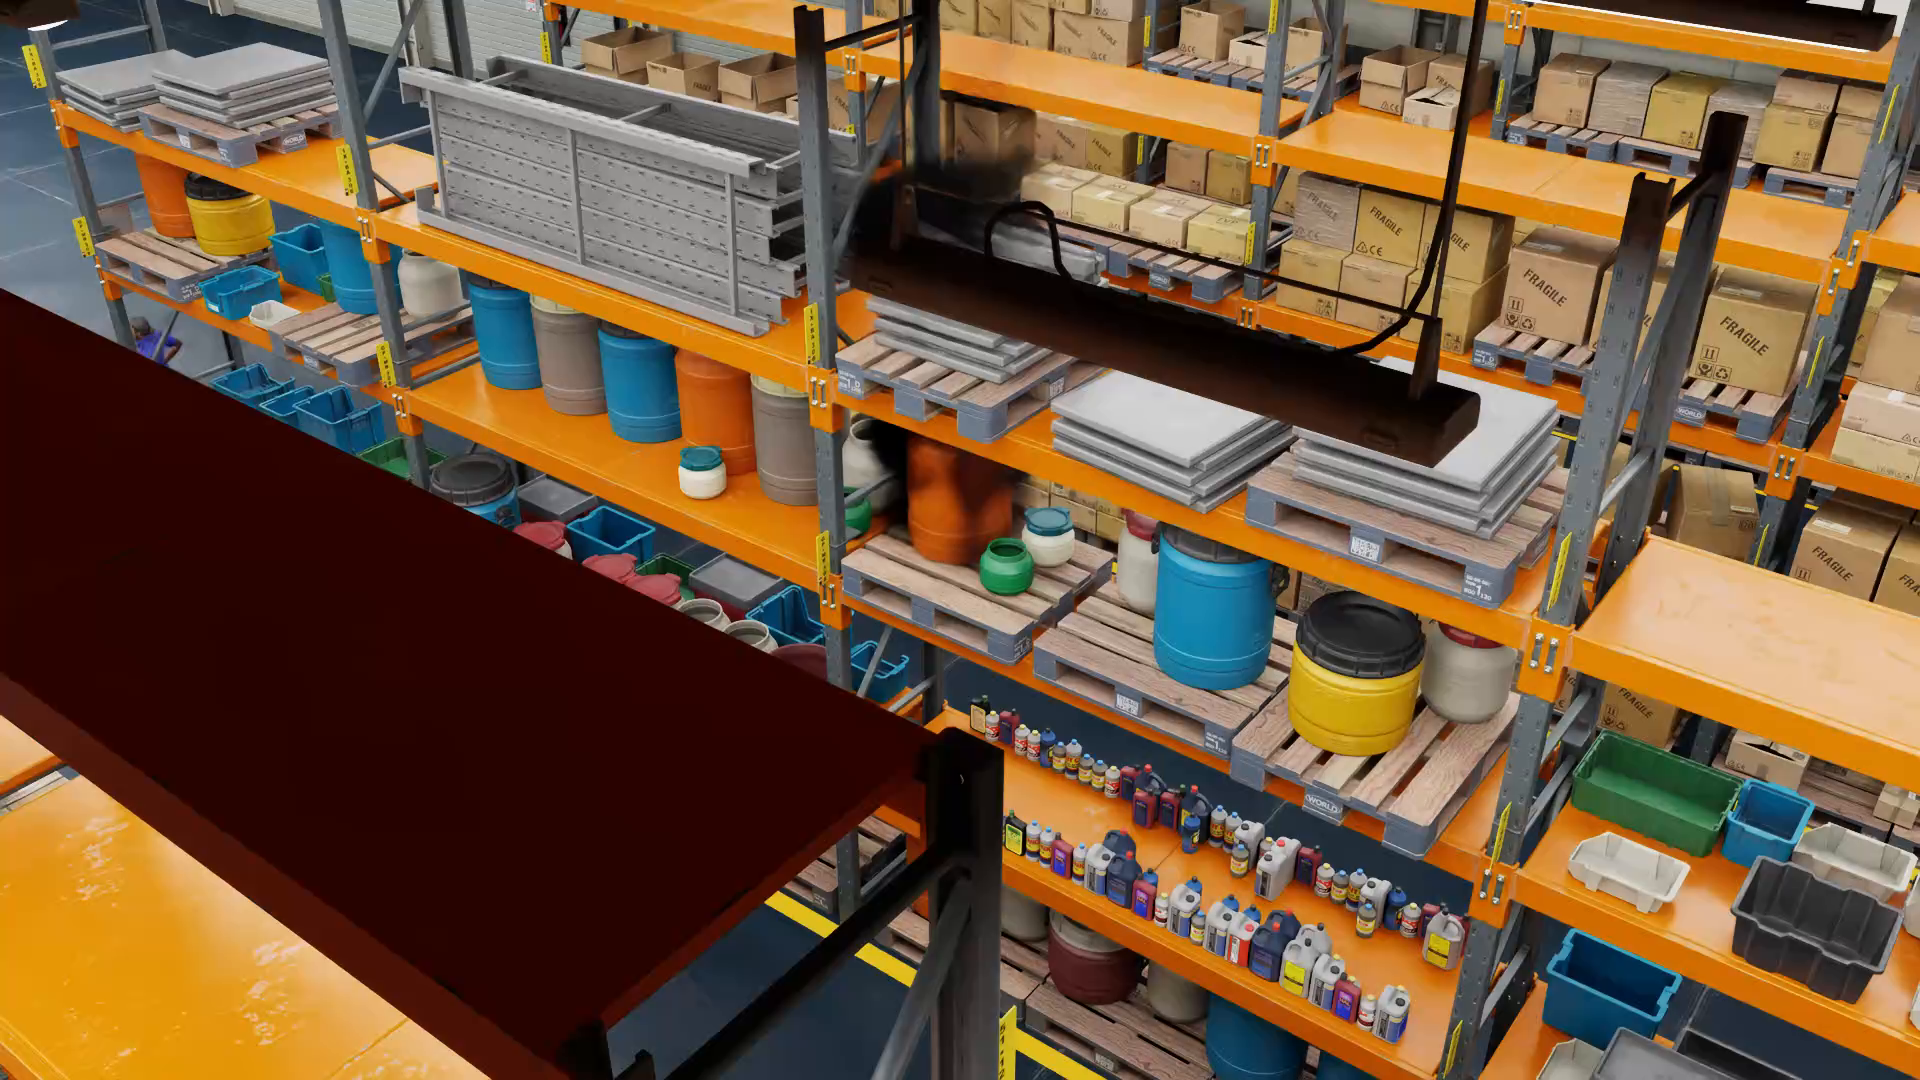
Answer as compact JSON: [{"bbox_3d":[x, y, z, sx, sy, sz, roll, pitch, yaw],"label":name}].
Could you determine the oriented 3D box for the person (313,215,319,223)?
[{"bbox_3d":[-6.879,-2.962,18.475,0.578,1.733,0.715,-13,34,-21],"label":"person"}]

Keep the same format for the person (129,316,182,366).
[{"bbox_3d":[-7.598,-1.410,16.063,0.696,1.710,0.589,-9,33,-15],"label":"person"}]
